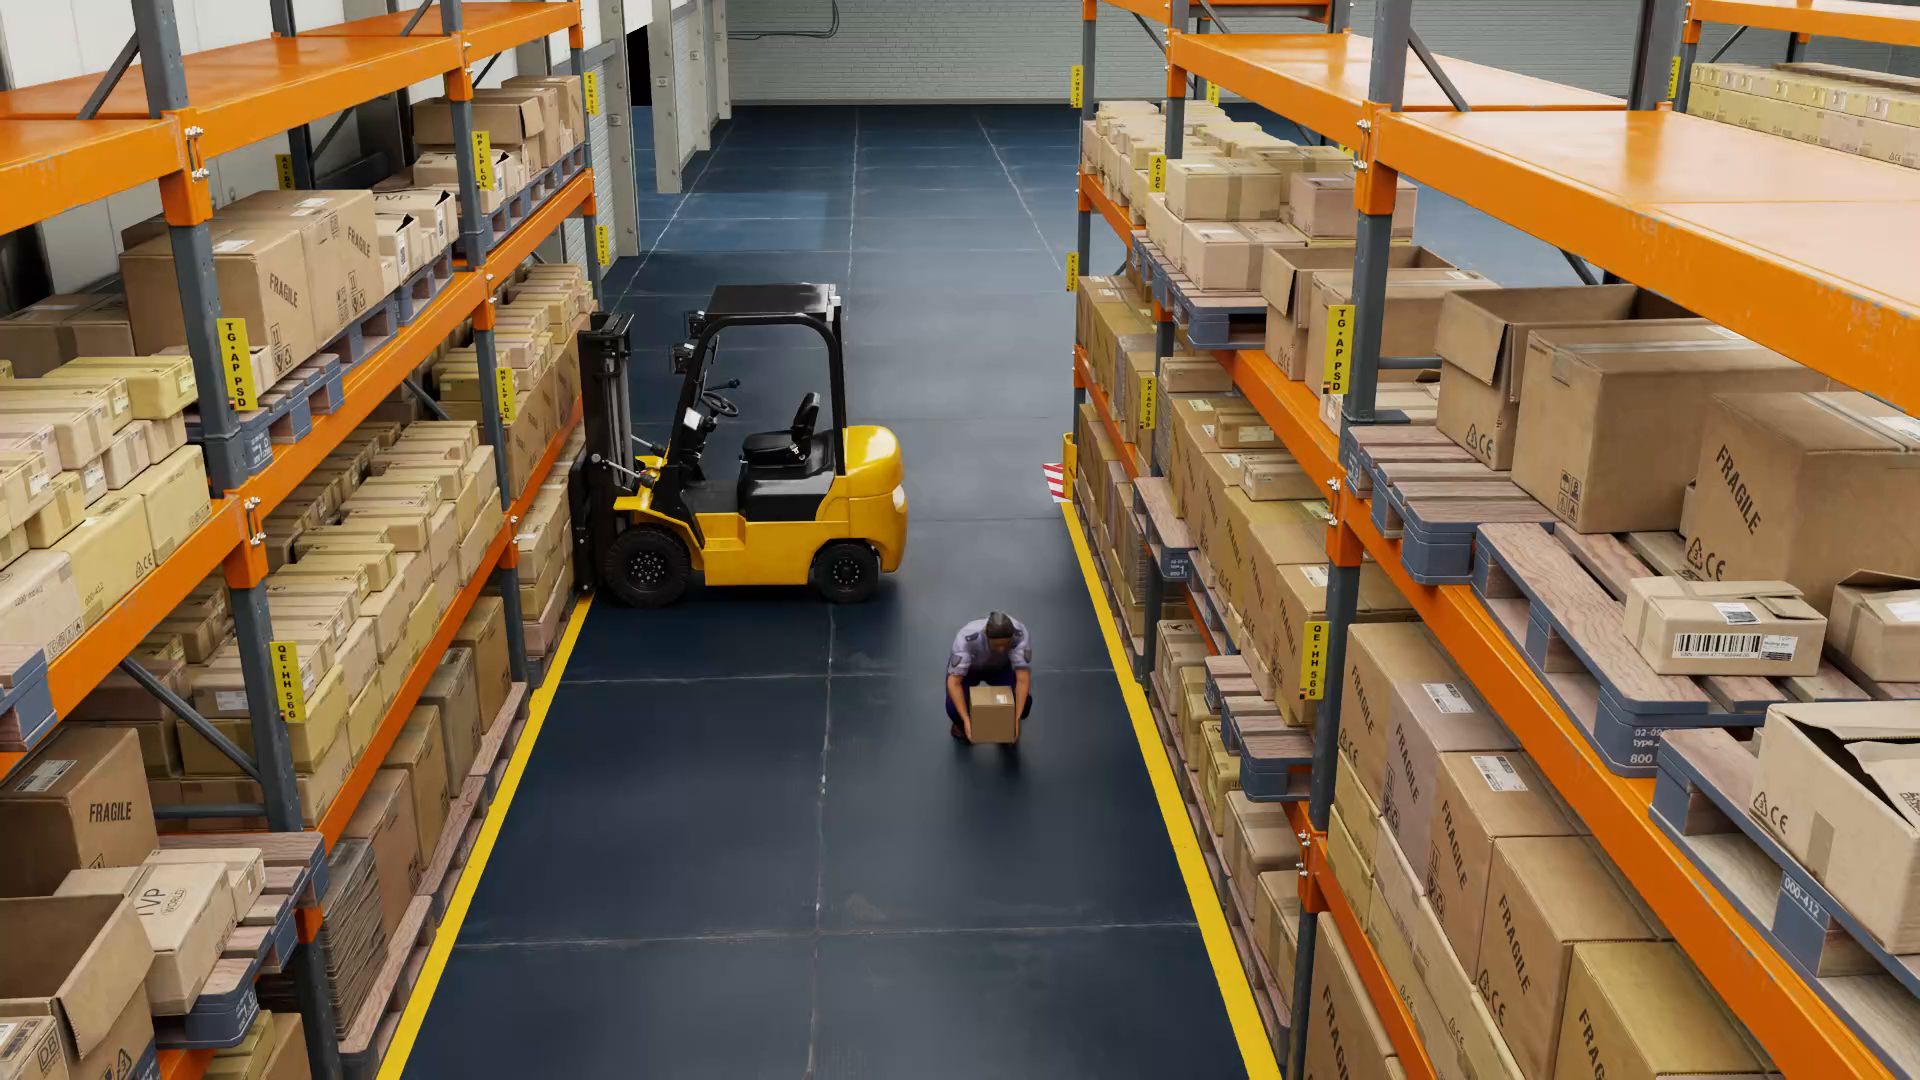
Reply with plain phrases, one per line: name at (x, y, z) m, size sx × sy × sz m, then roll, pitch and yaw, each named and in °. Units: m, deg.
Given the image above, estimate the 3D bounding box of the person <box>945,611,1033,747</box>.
person at (0.169, 0.789, 10.040) m, size 0.529 × 0.929 × 0.818 m, roll -1°, pitch 21°, yaw -3°
